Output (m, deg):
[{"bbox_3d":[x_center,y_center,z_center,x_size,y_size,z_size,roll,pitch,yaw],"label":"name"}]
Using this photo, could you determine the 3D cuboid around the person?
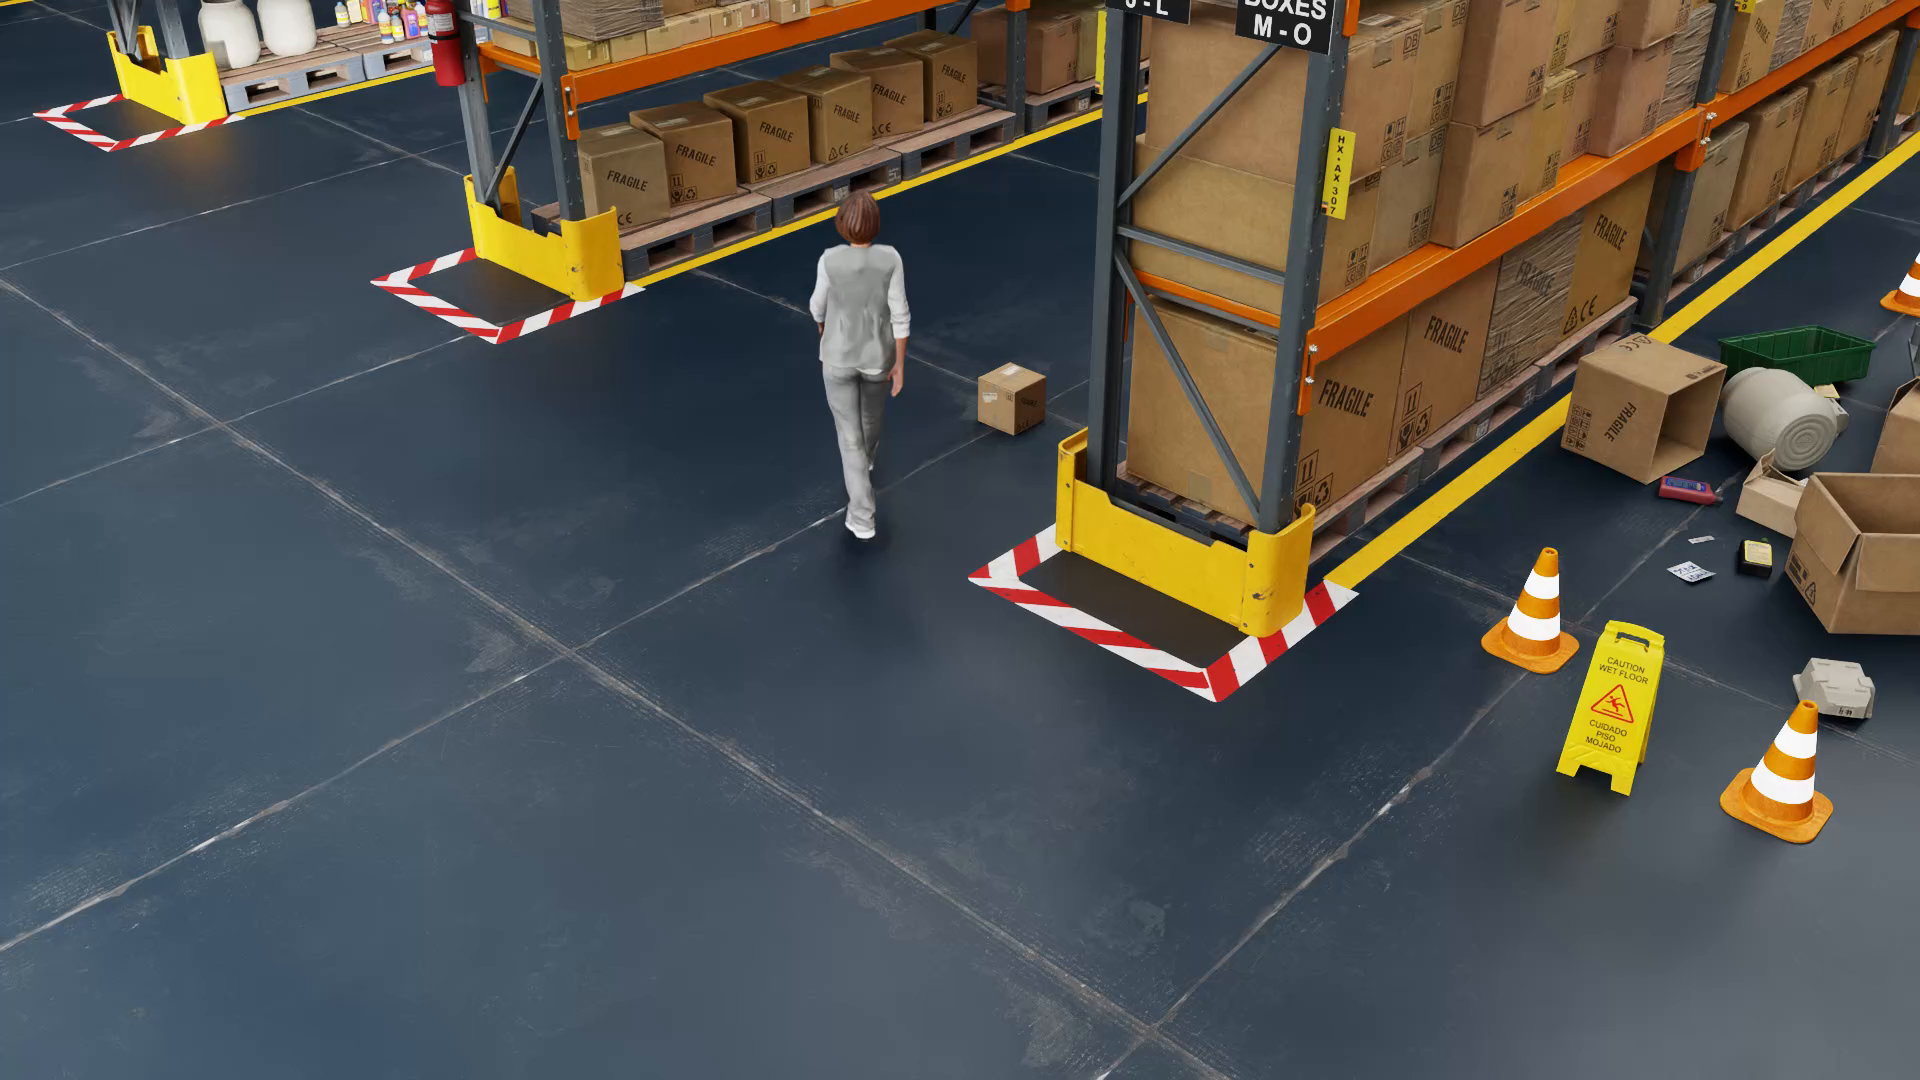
[{"bbox_3d":[-0.457,-0.866,7.520,0.417,1.540,0.928,-6,32,-10],"label":"person"}]
